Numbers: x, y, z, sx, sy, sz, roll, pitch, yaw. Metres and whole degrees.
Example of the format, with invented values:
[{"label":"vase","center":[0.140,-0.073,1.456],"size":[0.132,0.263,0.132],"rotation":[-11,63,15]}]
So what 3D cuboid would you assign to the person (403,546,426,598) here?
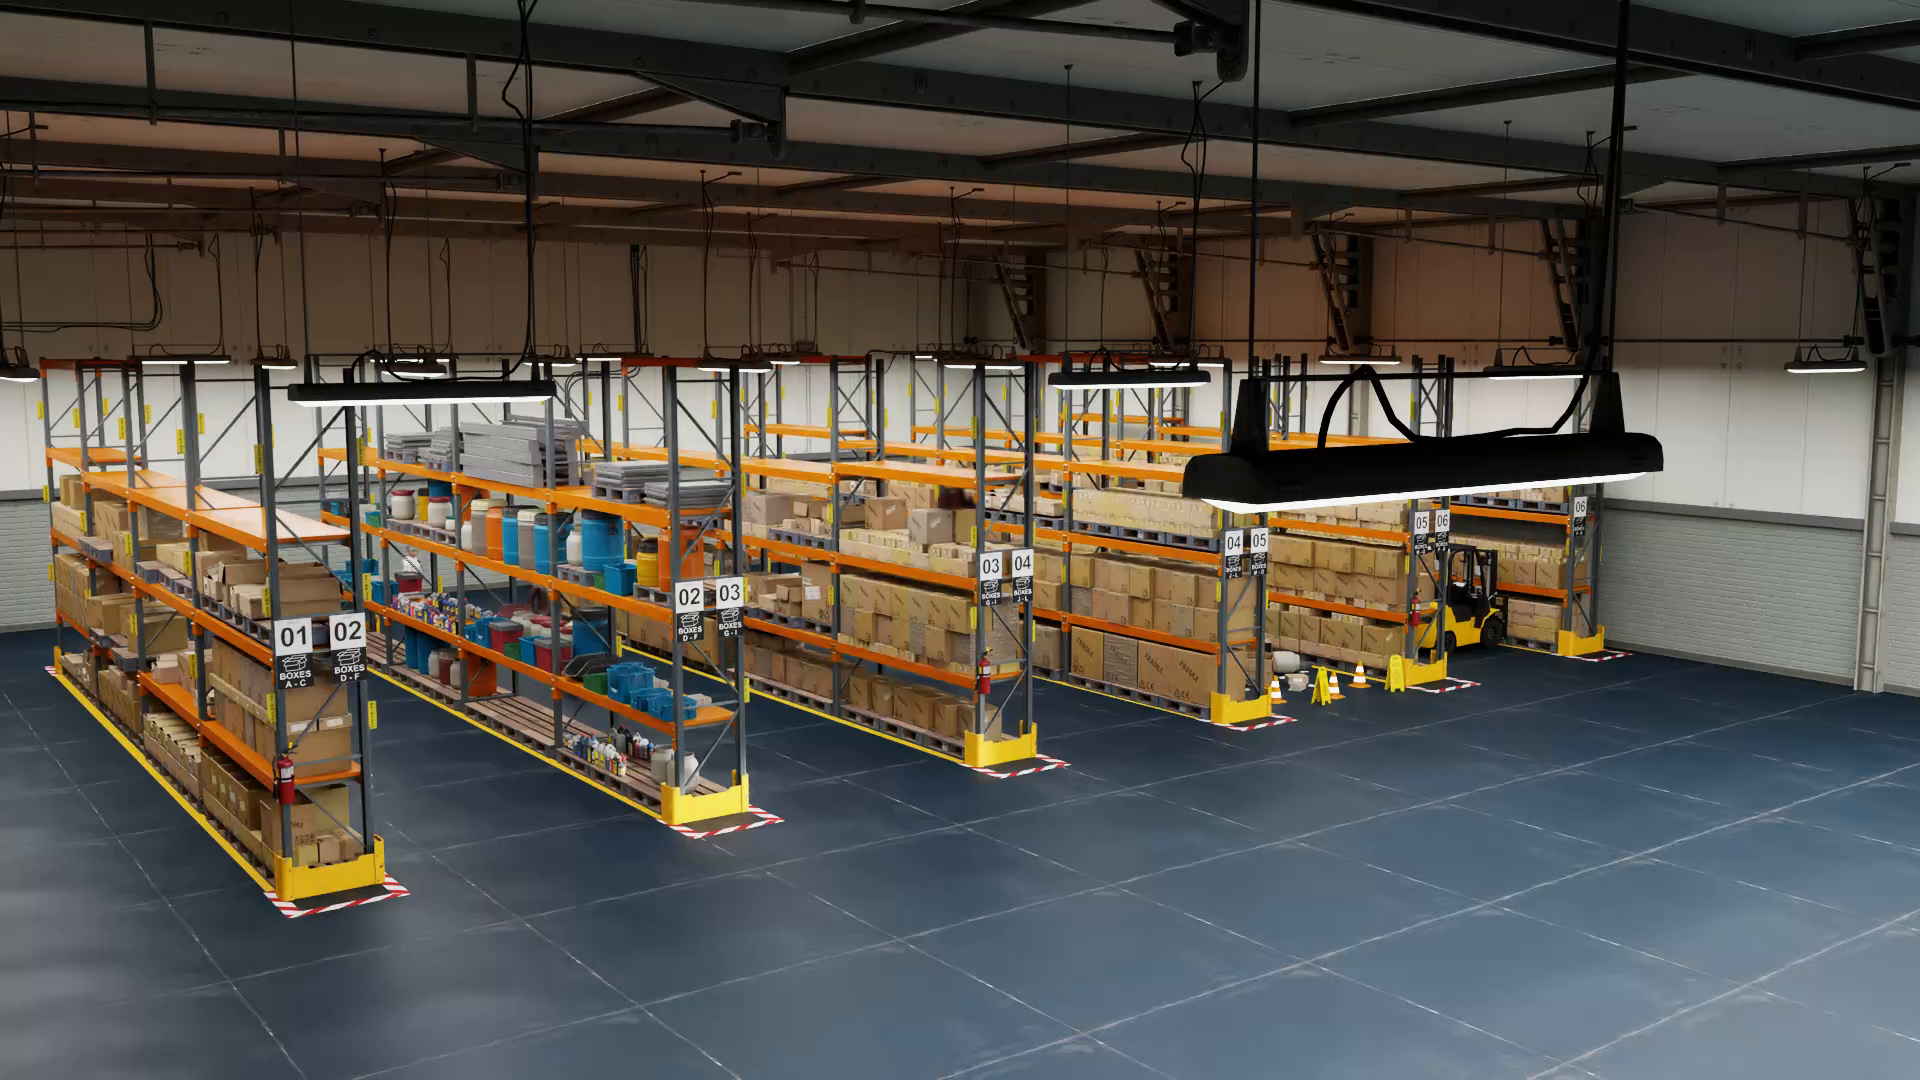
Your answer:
[{"label":"person","center":[-12.412,0.959,37.643],"size":[0.978,1.720,0.621],"rotation":[-2,7,-18]}]

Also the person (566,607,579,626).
[{"label":"person","center":[-6.765,1.988,29.438],"size":[0.448,1.621,1.015],"rotation":[-4,8,-32]}]

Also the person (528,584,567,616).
[{"label":"person","center":[-8.309,1.501,33.420],"size":[0.697,1.814,0.936],"rotation":[-5,9,-37]}]

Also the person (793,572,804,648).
[{"label":"person","center":[-3.323,1.473,33.605],"size":[0.538,1.661,0.399],"rotation":[5,8,35]}]
